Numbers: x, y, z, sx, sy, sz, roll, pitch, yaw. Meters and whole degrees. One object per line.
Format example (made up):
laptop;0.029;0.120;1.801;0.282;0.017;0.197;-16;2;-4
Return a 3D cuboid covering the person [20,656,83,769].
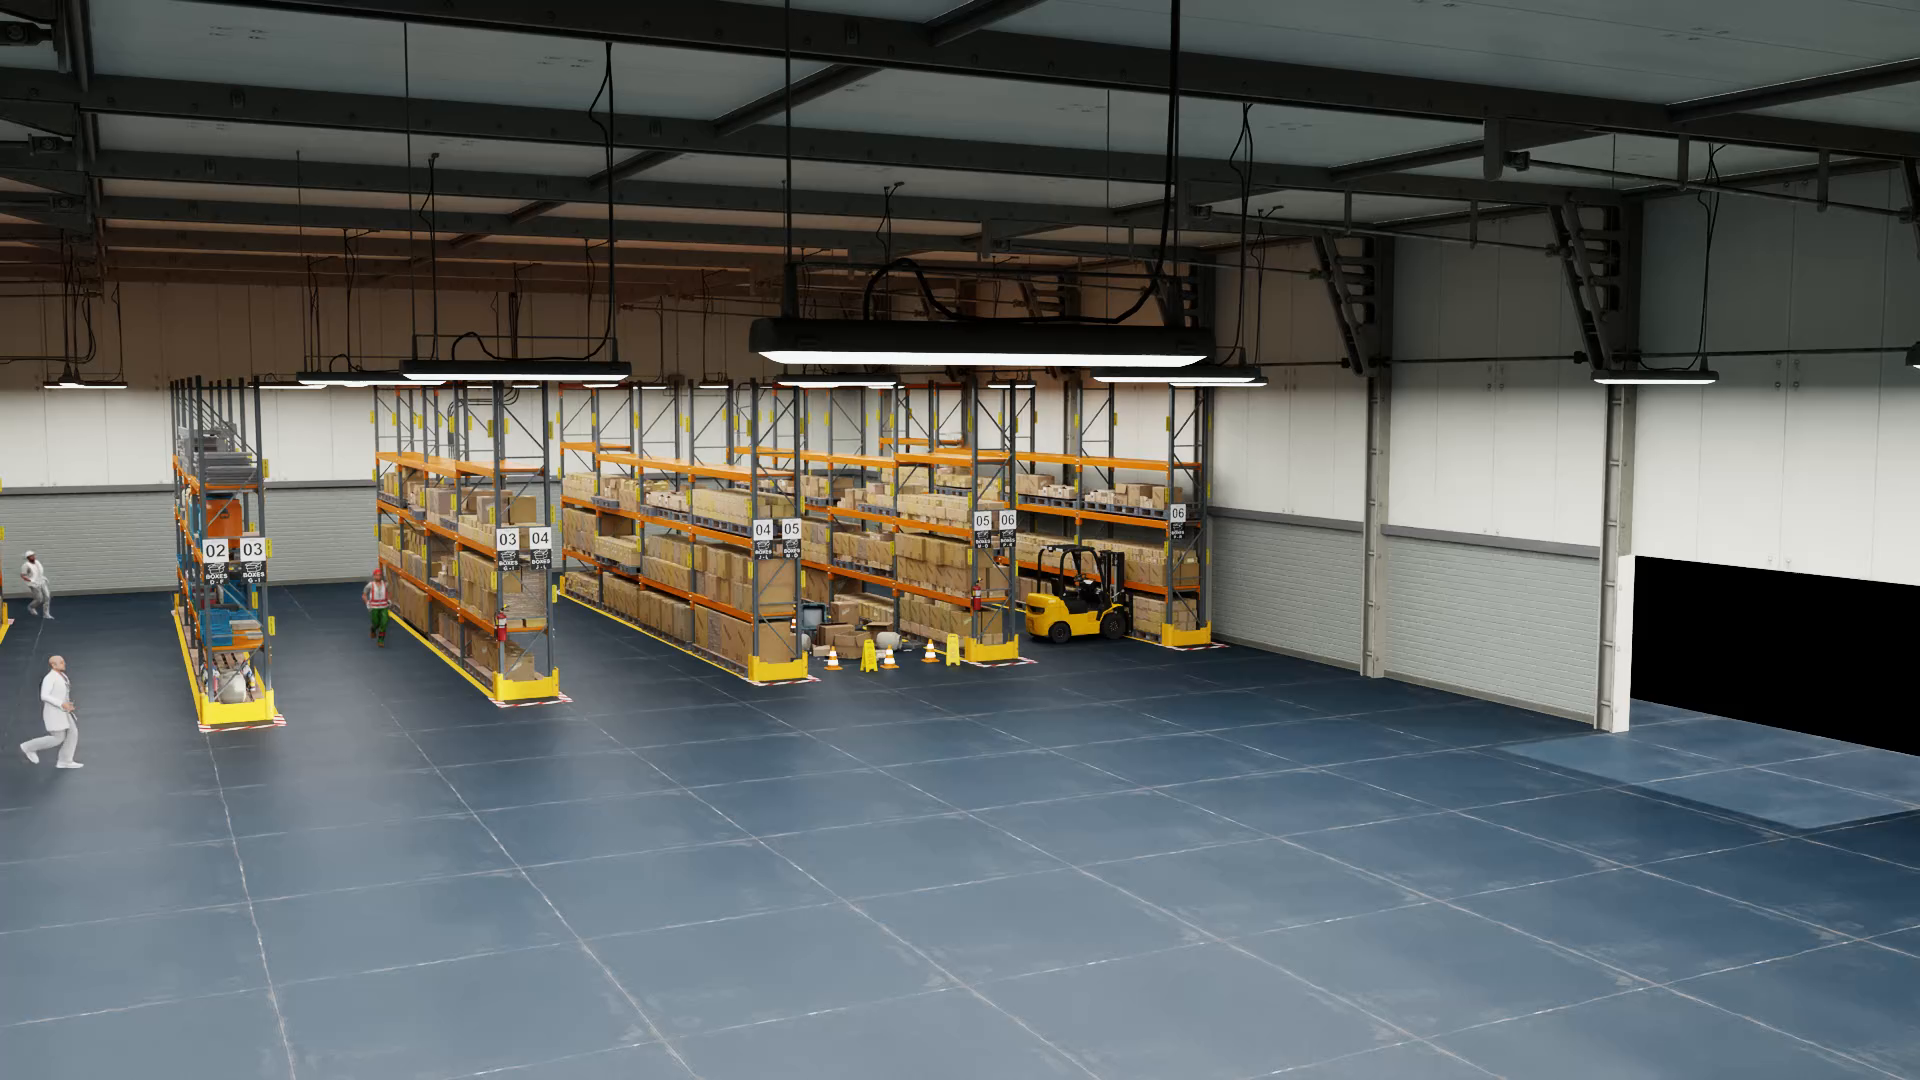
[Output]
person;-13.786;2.620;25.230;0.837;1.747;0.699;-1;5;-9

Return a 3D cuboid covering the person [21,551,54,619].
person;-23.294;1.138;41.931;0.723;1.757;0.735;1;5;14

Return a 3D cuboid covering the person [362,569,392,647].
person;-13.110;1.524;37.501;0.660;1.749;0.700;-3;6;-32
